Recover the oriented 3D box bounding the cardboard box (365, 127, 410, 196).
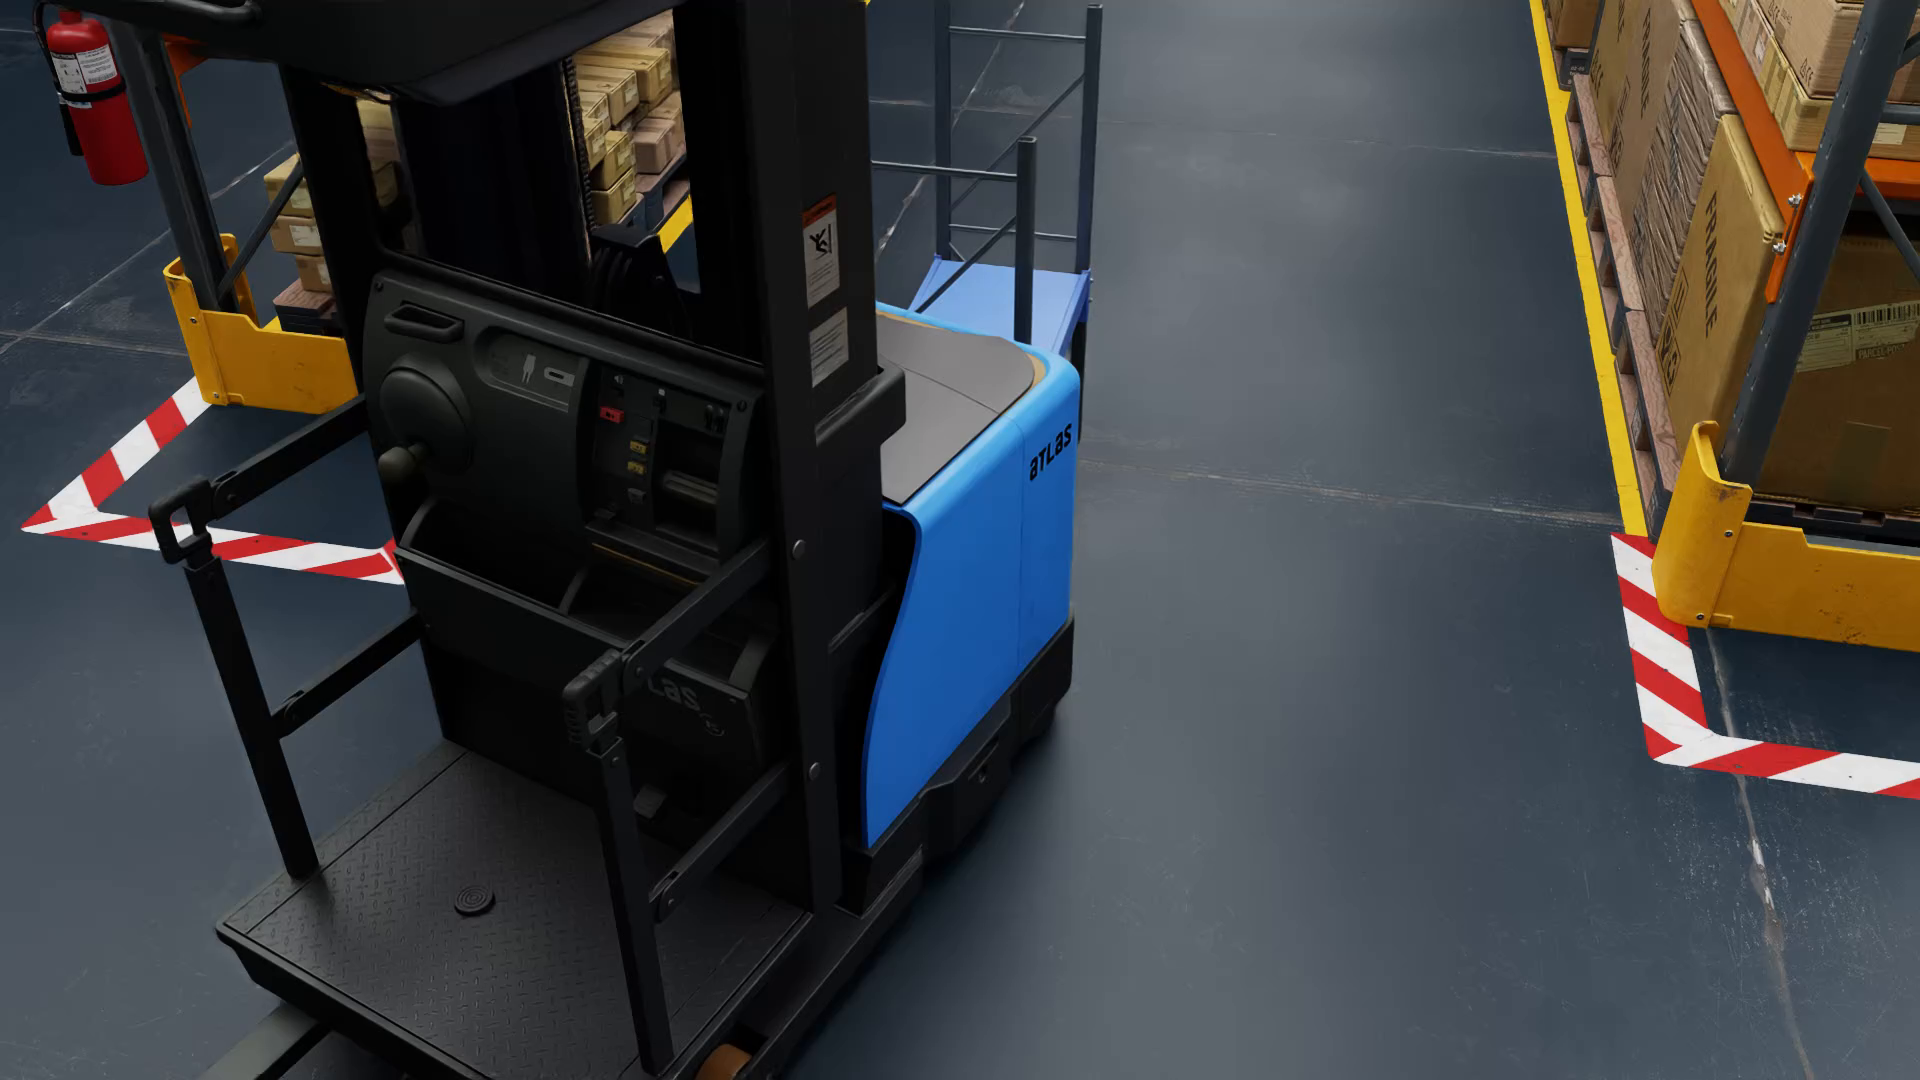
[{"bbox_3d":[-2.161,-1.417,6.214,0.380,0.149,0.250,8,37,11],"label":"cardboard box"}]

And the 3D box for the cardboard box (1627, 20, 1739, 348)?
[{"bbox_3d":[2.940,-1.217,5.826,0.875,0.875,0.875,7,37,10],"label":"cardboard box"}]

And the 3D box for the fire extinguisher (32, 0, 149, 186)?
[{"bbox_3d":[-2.641,-1.420,5.037,0.296,0.674,0.183,7,37,10],"label":"fire extinguisher"}]

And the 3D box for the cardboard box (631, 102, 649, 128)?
[{"bbox_3d":[-1.552,-1.853,7.068,0.380,0.149,0.250,9,37,12],"label":"cardboard box"}]

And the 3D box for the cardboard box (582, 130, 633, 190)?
[{"bbox_3d":[-1.533,-1.528,6.620,0.380,0.149,0.250,8,37,11],"label":"cardboard box"}]

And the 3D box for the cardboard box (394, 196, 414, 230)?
[{"bbox_3d":[-2.194,-1.306,6.314,0.380,0.149,0.250,6,36,9],"label":"cardboard box"}]

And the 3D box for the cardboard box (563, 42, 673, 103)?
[{"bbox_3d":[-1.431,-1.960,6.963,0.380,0.149,0.250,8,37,11],"label":"cardboard box"}]

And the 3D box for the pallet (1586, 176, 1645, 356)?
[{"bbox_3d":[3.045,-1.045,6.513,1.003,0.211,1.213,7,37,10],"label":"pallet"}]

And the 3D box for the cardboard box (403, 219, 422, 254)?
[{"bbox_3d":[-1.774,-1.093,6.020,0.380,0.149,0.250,9,37,12],"label":"cardboard box"}]

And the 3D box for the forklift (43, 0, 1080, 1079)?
[{"bbox_3d":[-0.877,-0.160,2.973,1.130,2.935,3.031,19,40,24],"label":"forklift"}]

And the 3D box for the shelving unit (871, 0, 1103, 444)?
[{"bbox_3d":[0.056,-0.687,4.920,0.538,1.500,1.048,8,37,11],"label":"shelving unit"}]

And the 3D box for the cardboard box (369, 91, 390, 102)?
[{"bbox_3d":[-2.113,-1.722,6.635,0.380,0.149,0.250,6,36,8],"label":"cardboard box"}]

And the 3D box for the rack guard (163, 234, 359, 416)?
[{"bbox_3d":[-2.120,-0.720,5.818,1.175,0.500,0.348,7,37,10],"label":"rack guard"}]

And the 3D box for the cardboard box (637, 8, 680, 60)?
[{"bbox_3d":[-1.311,-2.245,7.356,0.380,0.149,0.250,6,36,8],"label":"cardboard box"}]

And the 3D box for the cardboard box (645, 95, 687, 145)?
[{"bbox_3d":[-1.394,-1.853,7.322,0.380,0.149,0.250,7,37,10],"label":"cardboard box"}]

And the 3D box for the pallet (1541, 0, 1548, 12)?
[{"bbox_3d":[3.891,-3.327,9.660,1.003,0.211,1.213,7,37,10],"label":"pallet"}]

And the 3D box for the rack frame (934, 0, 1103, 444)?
[{"bbox_3d":[0.170,-0.978,5.321,0.500,1.500,0.032,8,37,11],"label":"rack frame"}]

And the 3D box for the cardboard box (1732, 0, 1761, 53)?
[{"bbox_3d":[2.605,-1.589,5.101,0.380,0.149,0.250,8,37,11],"label":"cardboard box"}]

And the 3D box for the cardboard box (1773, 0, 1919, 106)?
[{"bbox_3d":[2.532,-1.380,4.472,0.500,0.250,0.500,7,36,9],"label":"cardboard box"}]

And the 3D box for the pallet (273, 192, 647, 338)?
[{"bbox_3d":[-1.912,-1.064,6.539,1.003,0.211,1.213,7,37,10],"label":"pallet"}]

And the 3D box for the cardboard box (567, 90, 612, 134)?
[{"bbox_3d":[-1.600,-1.657,6.545,0.380,0.149,0.250,6,36,8],"label":"cardboard box"}]

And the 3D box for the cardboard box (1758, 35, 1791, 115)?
[{"bbox_3d":[2.496,-1.302,4.704,0.380,0.149,0.250,8,37,10],"label":"cardboard box"}]

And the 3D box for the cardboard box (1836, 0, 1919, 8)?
[{"bbox_3d":[2.535,-1.685,4.254,0.500,0.500,0.500,8,37,11],"label":"cardboard box"}]

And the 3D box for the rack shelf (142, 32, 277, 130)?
[{"bbox_3d":[-1.709,-2.544,6.817,1.077,0.370,4.000,7,37,10],"label":"rack shelf"}]

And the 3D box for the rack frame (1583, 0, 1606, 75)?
[{"bbox_3d":[3.542,-3.302,7.250,1.000,3.000,0.127,7,37,10],"label":"rack frame"}]

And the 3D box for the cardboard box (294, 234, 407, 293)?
[{"bbox_3d":[-2.228,-1.032,6.190,0.380,0.149,0.250,8,37,11],"label":"cardboard box"}]

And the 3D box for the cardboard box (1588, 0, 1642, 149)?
[{"bbox_3d":[3.323,-2.244,7.242,0.875,0.875,0.875,7,37,10],"label":"cardboard box"}]

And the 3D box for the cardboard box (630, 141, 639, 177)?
[{"bbox_3d":[-1.566,-1.559,6.917,0.380,0.149,0.250,7,37,10],"label":"cardboard box"}]

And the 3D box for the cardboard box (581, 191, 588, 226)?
[{"bbox_3d":[-1.690,-1.268,6.515,0.380,0.149,0.250,8,37,10],"label":"cardboard box"}]

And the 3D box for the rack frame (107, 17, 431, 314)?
[{"bbox_3d":[-2.136,-1.689,5.024,1.000,3.000,0.127,7,37,10],"label":"rack frame"}]

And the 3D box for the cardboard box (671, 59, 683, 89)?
[{"bbox_3d":[-1.386,-2.154,7.484,0.380,0.149,0.250,6,36,8],"label":"cardboard box"}]
